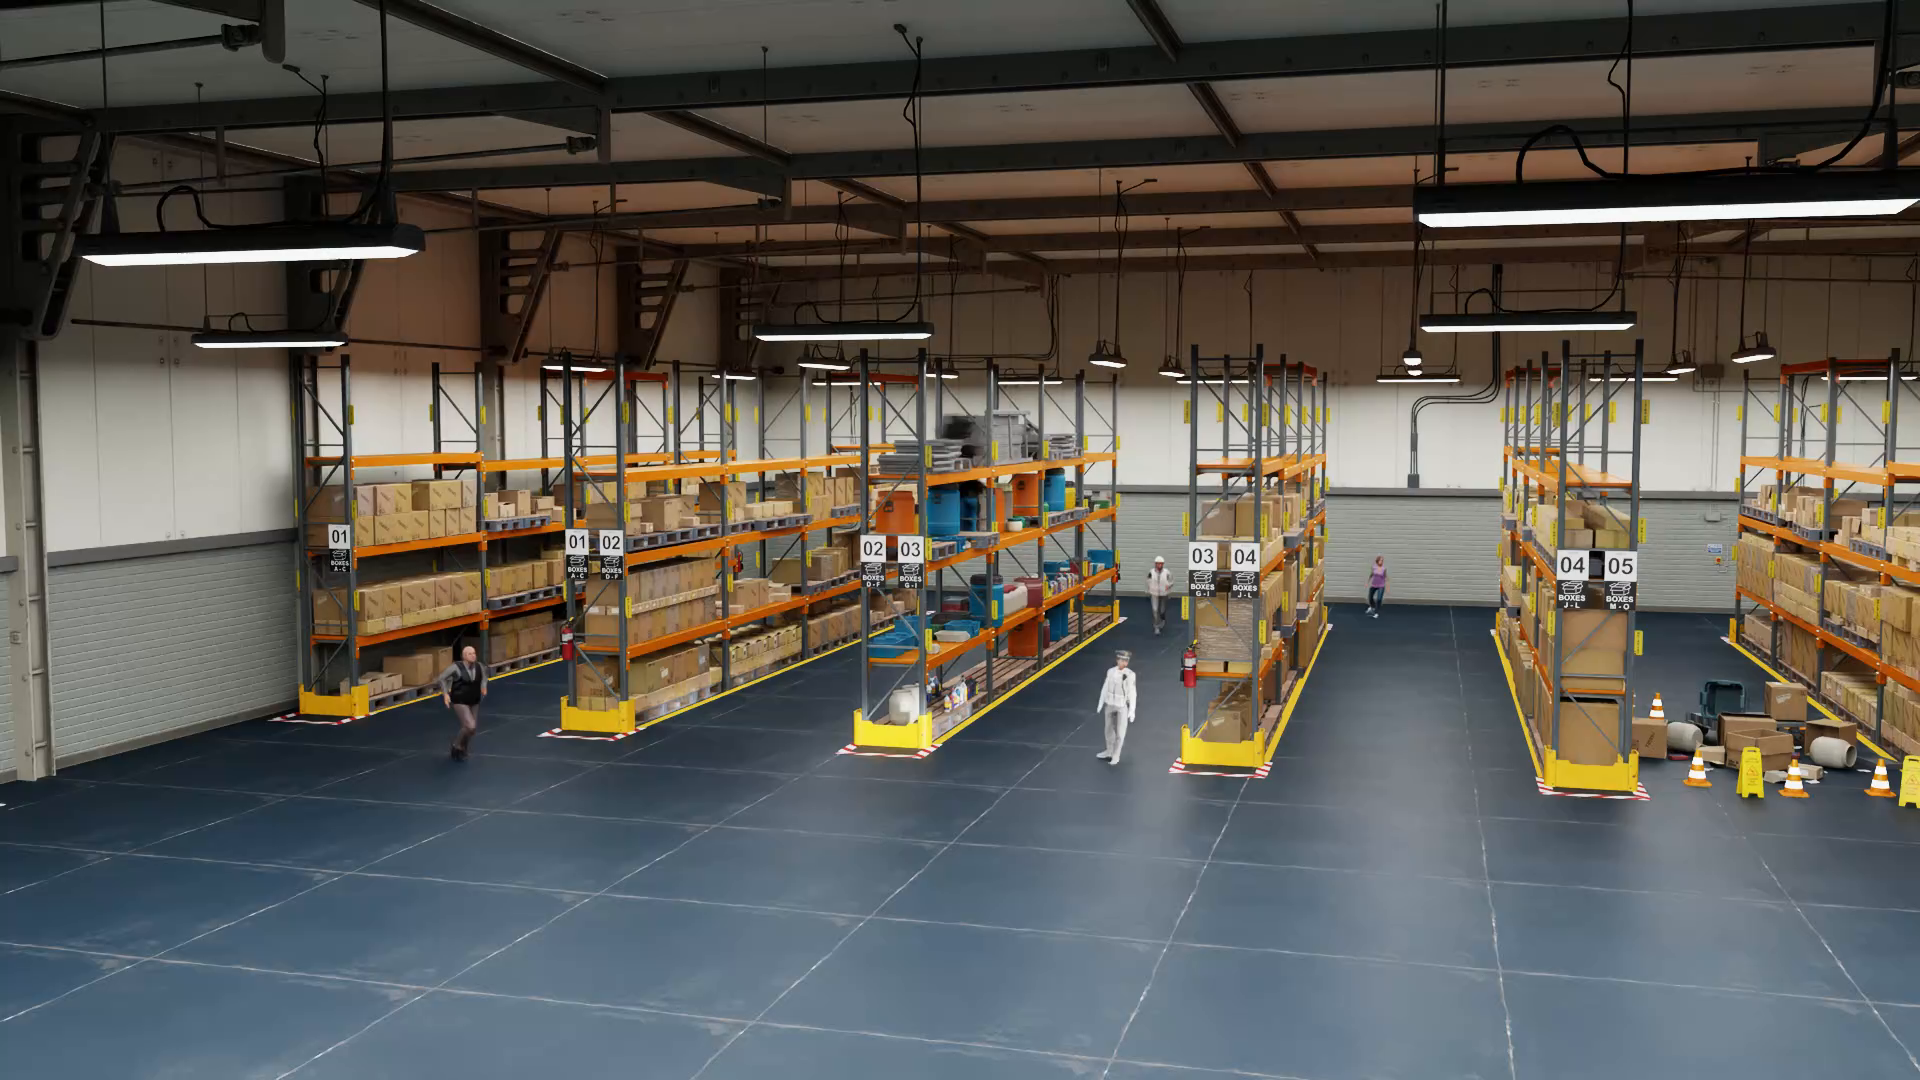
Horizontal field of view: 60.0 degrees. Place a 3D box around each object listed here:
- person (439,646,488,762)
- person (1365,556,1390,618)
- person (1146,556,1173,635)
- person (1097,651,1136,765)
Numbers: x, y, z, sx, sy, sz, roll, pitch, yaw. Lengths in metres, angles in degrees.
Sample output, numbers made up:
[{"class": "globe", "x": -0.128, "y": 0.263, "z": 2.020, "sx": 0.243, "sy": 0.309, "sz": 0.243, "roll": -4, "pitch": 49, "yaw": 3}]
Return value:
[{"class": "person", "x": -7.123, "y": 2.374, "z": 23.987, "sx": 0.777, "sy": 1.701, "sz": 0.650, "roll": 4, "pitch": 6, "yaw": 41}, {"class": "person", "x": 10.347, "y": 1.146, "z": 41.168, "sx": 0.608, "sy": 1.543, "sz": 0.593, "roll": 2, "pitch": 5, "yaw": 21}, {"class": "person", "x": 4.604, "y": 1.252, "z": 38.369, "sx": 0.633, "sy": 1.770, "sz": 0.936, "roll": 1, "pitch": 4, "yaw": 7}, {"class": "person", "x": 2.244, "y": 2.410, "z": 23.979, "sx": 0.703, "sy": 1.682, "sz": 0.489, "roll": 3, "pitch": 5, "yaw": 34}]
